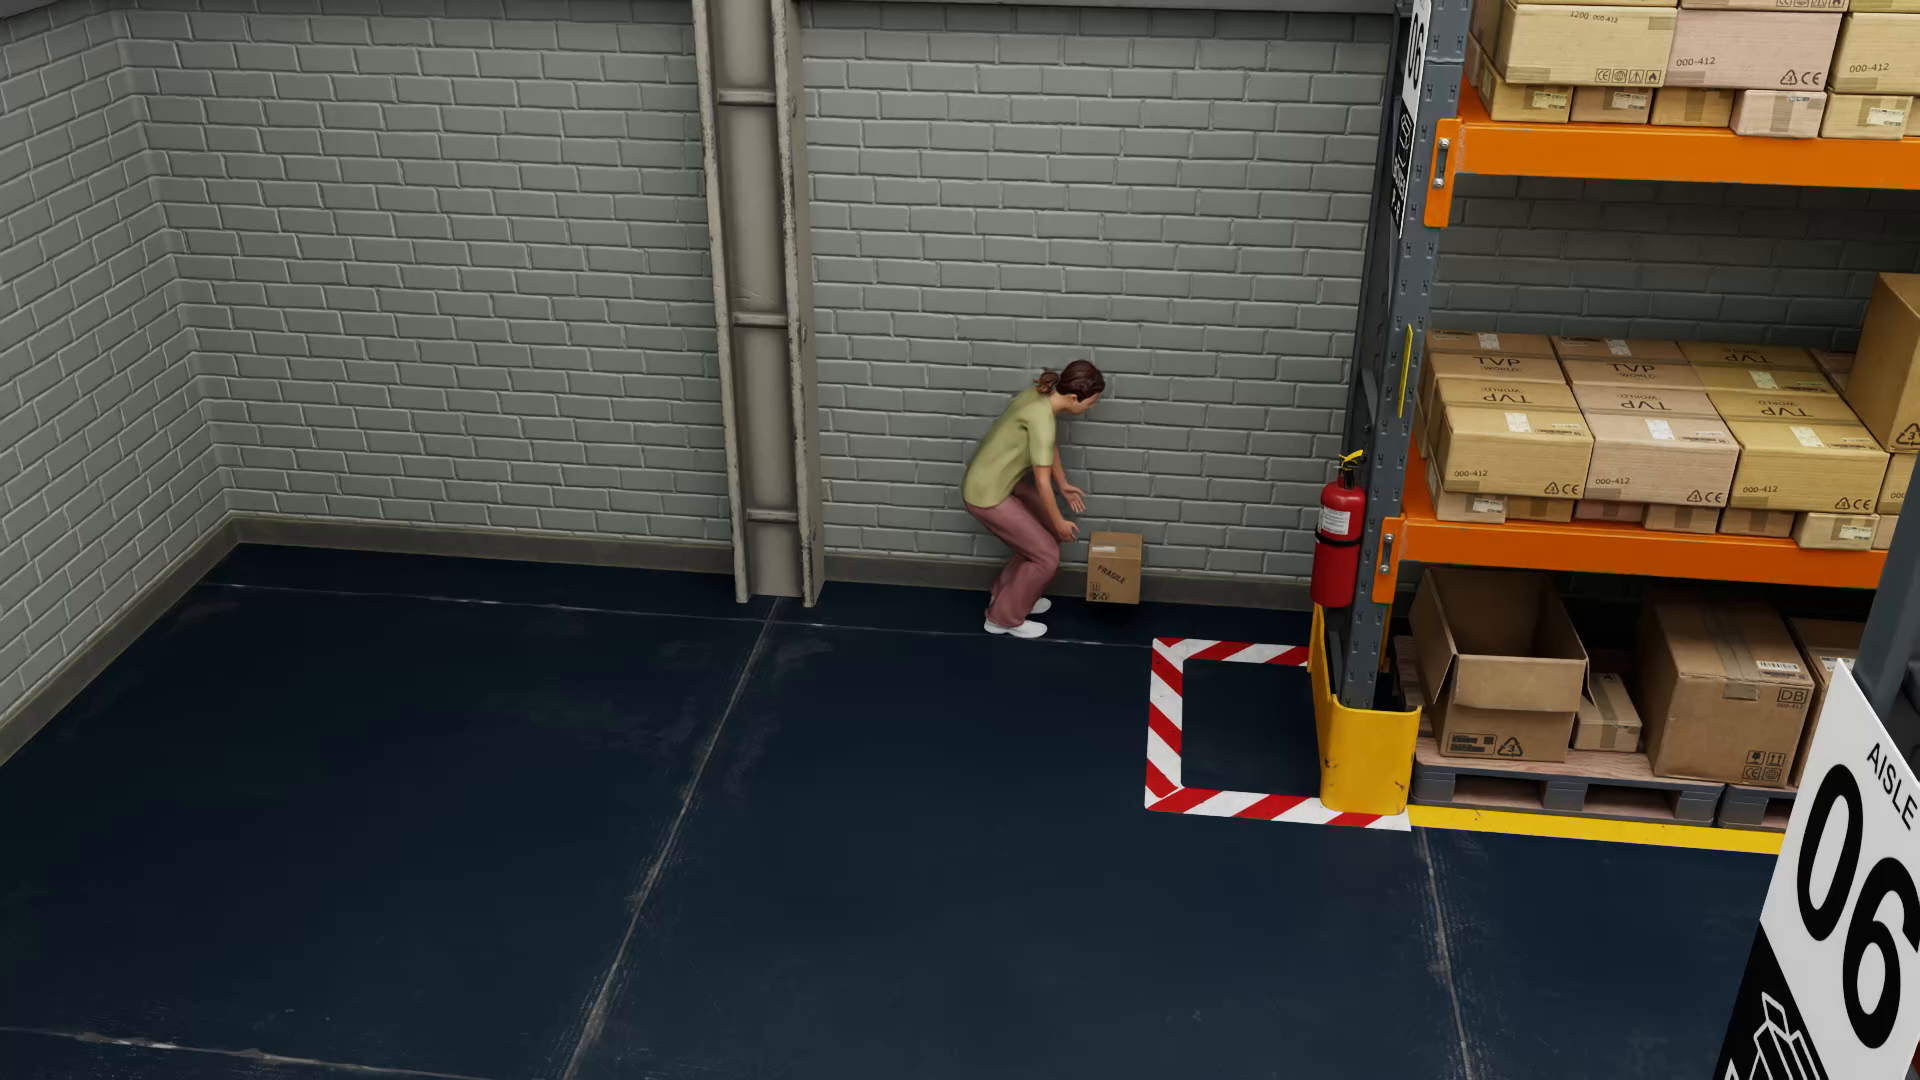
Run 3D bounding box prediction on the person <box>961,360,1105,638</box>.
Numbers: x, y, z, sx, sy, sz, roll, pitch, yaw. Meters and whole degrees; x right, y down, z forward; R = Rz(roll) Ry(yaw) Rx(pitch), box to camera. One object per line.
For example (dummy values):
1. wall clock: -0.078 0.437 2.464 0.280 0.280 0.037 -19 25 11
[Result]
1. person: 0.337 -0.148 7.901 0.651 1.201 0.511 3 29 6
